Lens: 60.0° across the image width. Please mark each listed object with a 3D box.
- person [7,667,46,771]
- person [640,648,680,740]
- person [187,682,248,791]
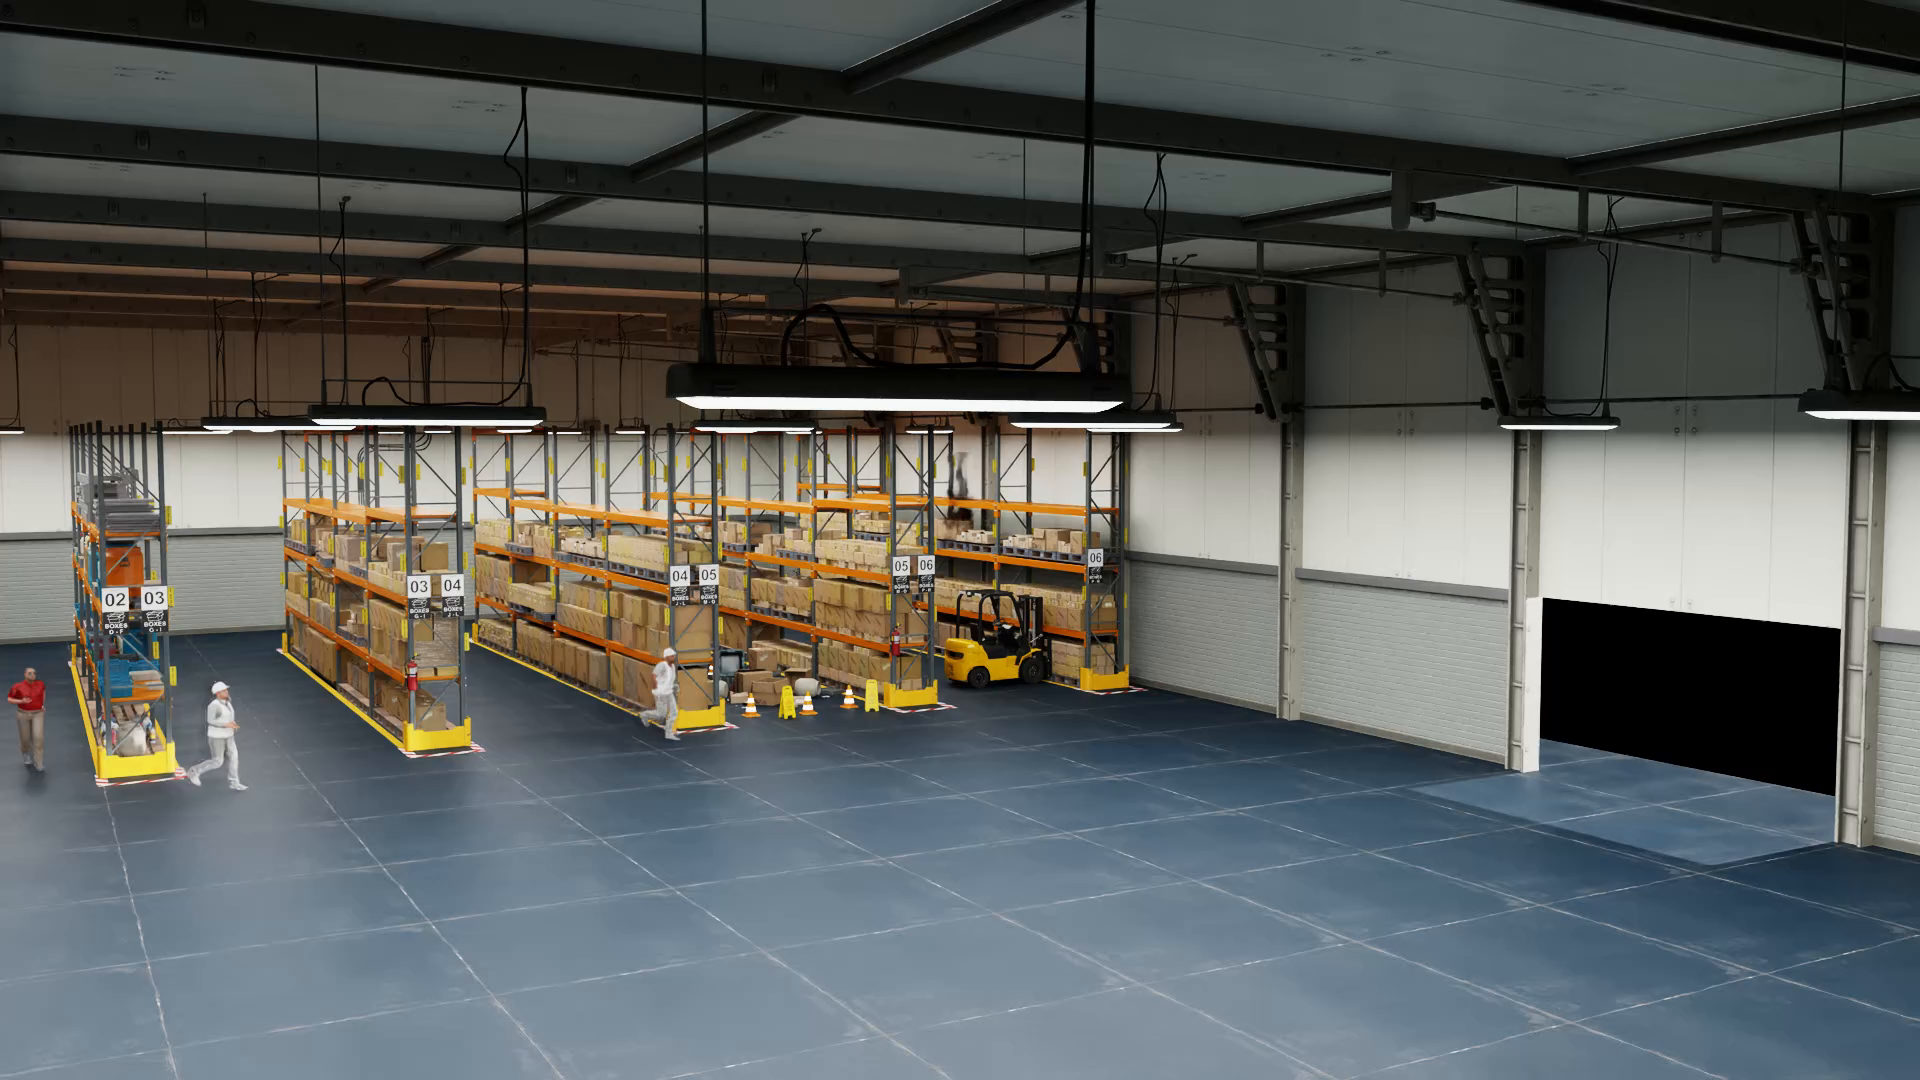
[{"bbox_3d":[-16.123,3.087,28.777,0.635,1.776,0.883,-3,5,-40],"label":"person"},{"bbox_3d":[-5.686,2.924,31.593,0.824,1.754,0.701,1,4,20],"label":"person"},{"bbox_3d":[-12.015,3.182,26.941,0.912,1.776,0.670,0,4,2],"label":"person"}]
